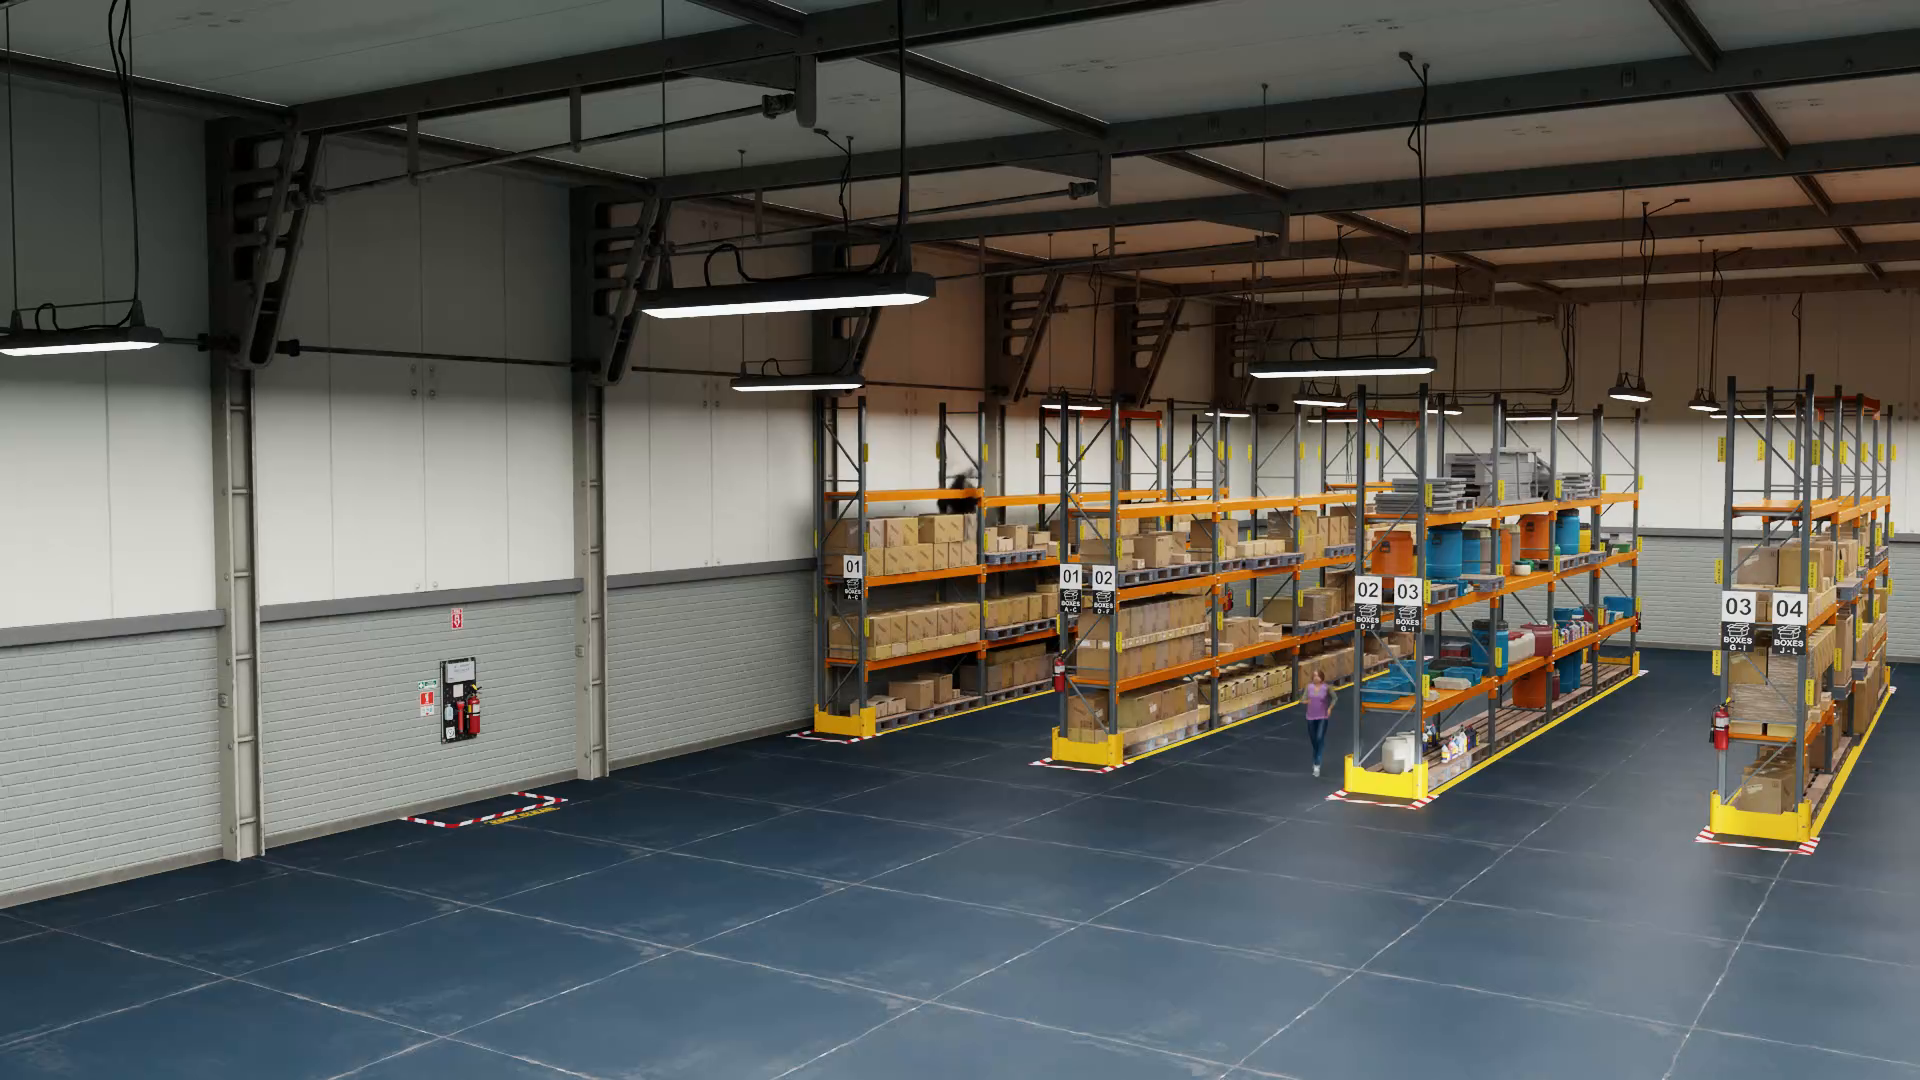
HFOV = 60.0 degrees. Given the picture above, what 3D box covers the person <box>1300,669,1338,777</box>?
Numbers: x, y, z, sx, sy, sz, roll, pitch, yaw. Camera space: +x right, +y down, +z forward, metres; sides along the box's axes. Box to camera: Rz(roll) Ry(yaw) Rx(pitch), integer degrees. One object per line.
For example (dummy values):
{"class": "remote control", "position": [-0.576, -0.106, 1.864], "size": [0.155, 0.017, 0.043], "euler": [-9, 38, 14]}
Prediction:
{"class": "person", "position": [5.590, 2.824, 25.980], "size": [0.523, 1.634, 0.709], "euler": [2, 3, 27]}
